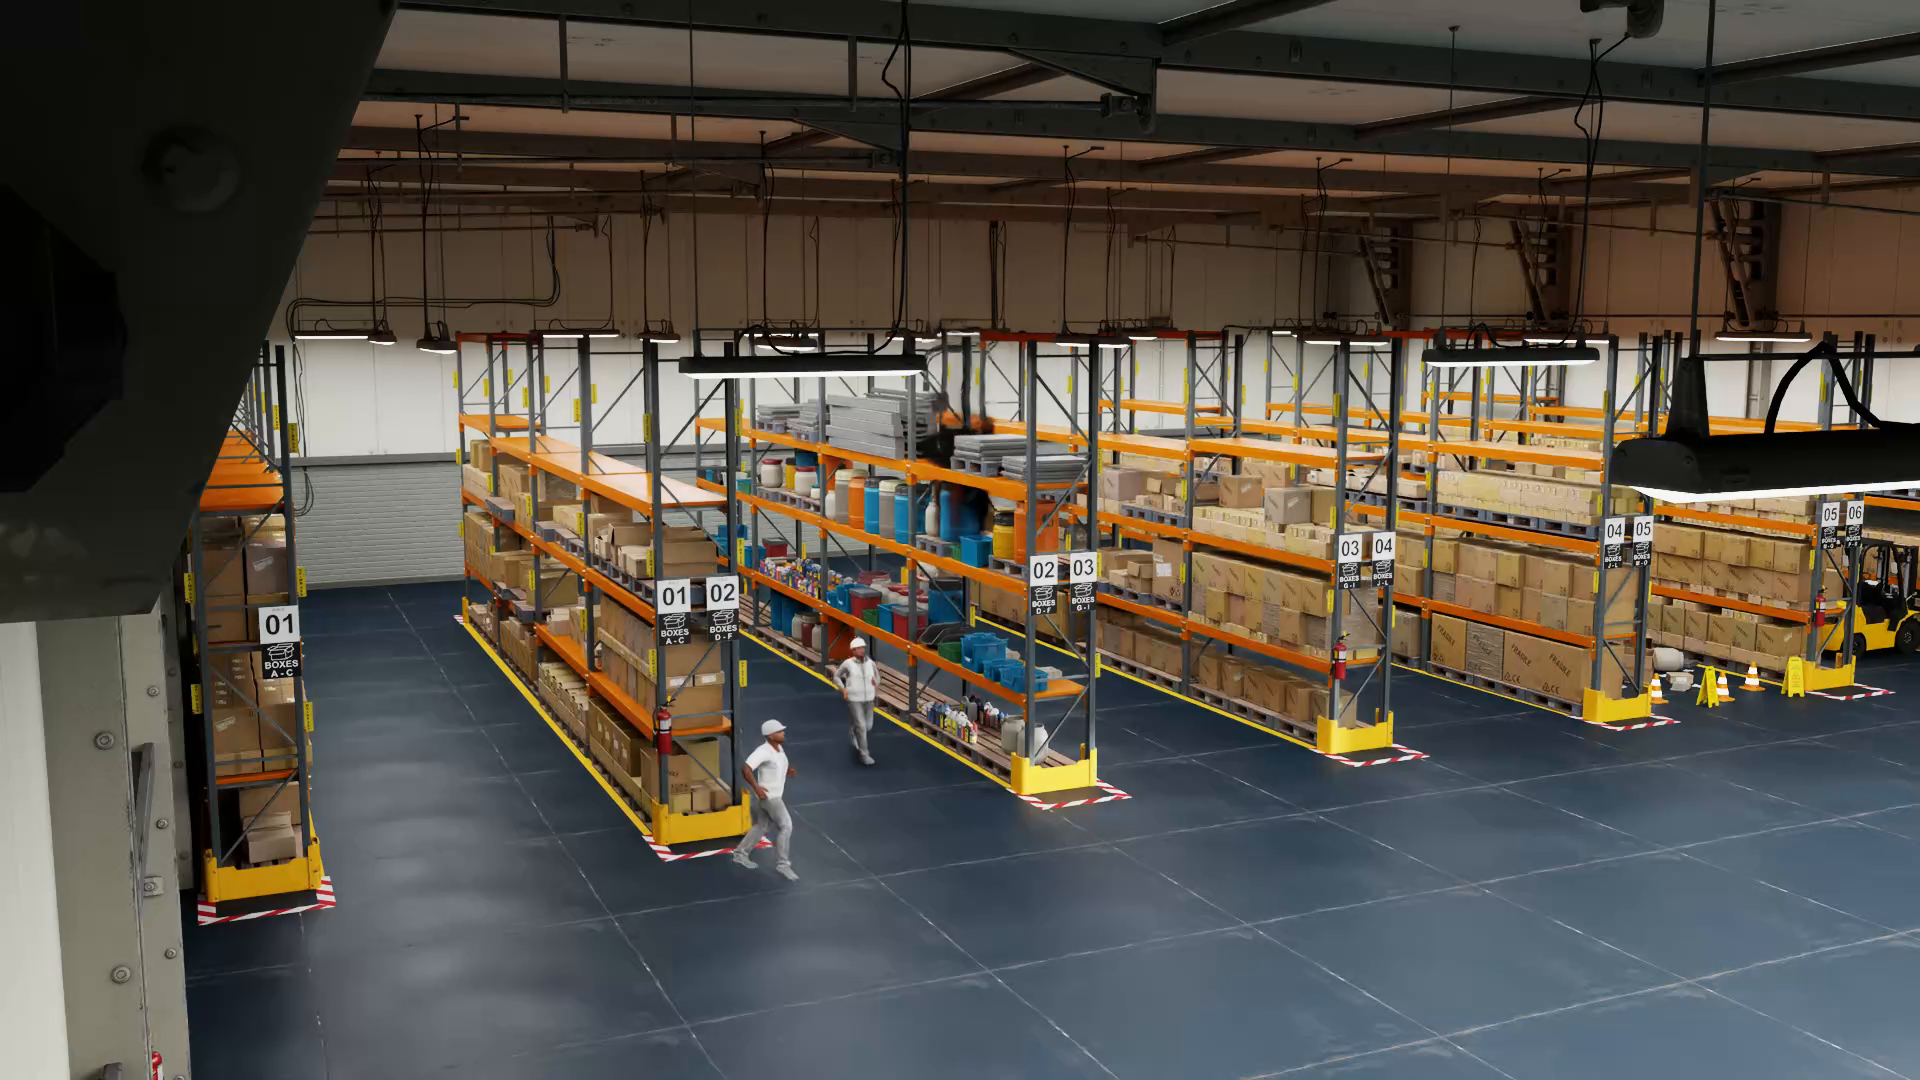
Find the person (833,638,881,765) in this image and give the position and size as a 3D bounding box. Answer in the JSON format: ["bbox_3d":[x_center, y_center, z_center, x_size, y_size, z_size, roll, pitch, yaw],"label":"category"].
[{"bbox_3d":[-1.429,2.266,23.713,0.667,1.750,0.894,-5,9,-31],"label":"person"}]

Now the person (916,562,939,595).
[{"bbox_3d":[-0.639,1.007,33.392,0.583,1.692,0.847,-5,9,-30],"label":"person"}]

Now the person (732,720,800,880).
[{"bbox_3d":[-2.201,2.929,18.898,0.788,1.821,0.697,0,8,1],"label":"person"}]
